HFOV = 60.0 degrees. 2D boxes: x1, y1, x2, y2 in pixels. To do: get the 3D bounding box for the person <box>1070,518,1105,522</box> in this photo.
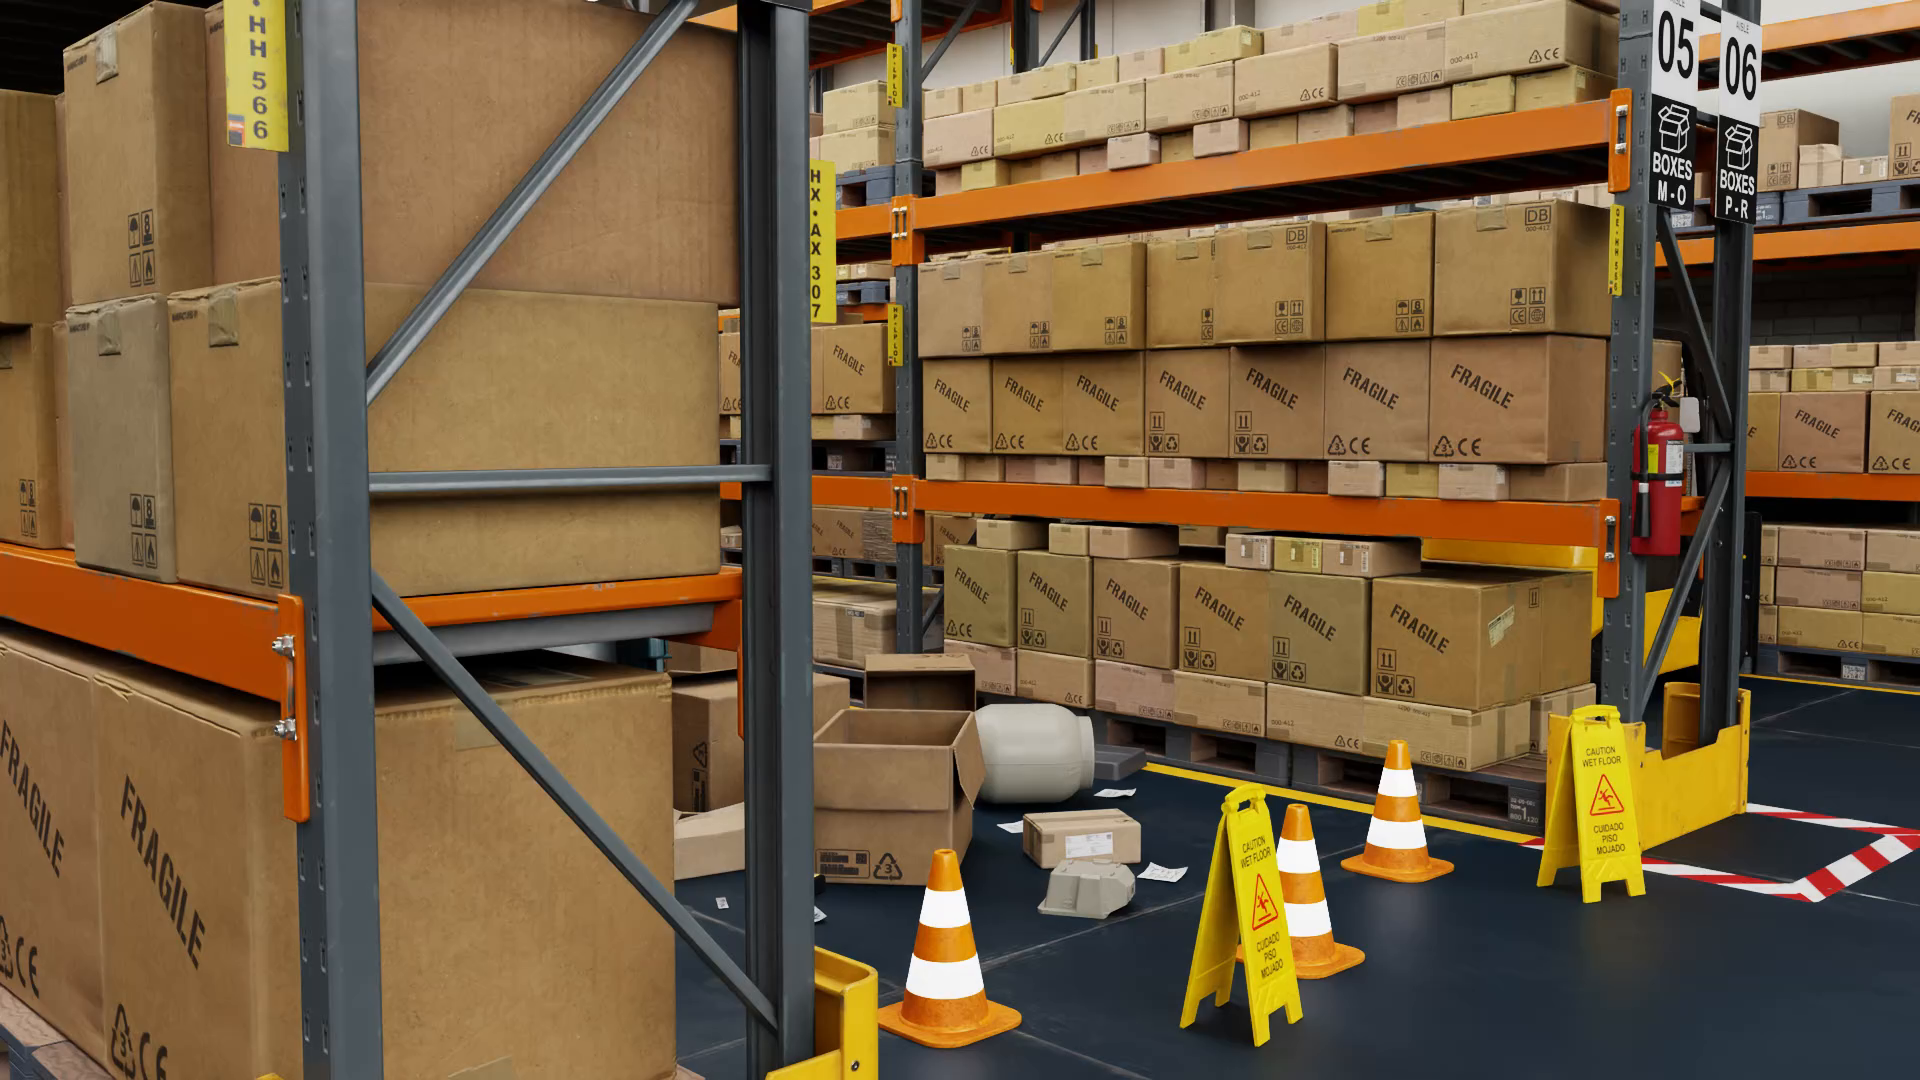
[{"bbox_3d":[0.885,-0.051,11.681,0.830,1.652,0.483,0,4,6],"label":"person"}]
